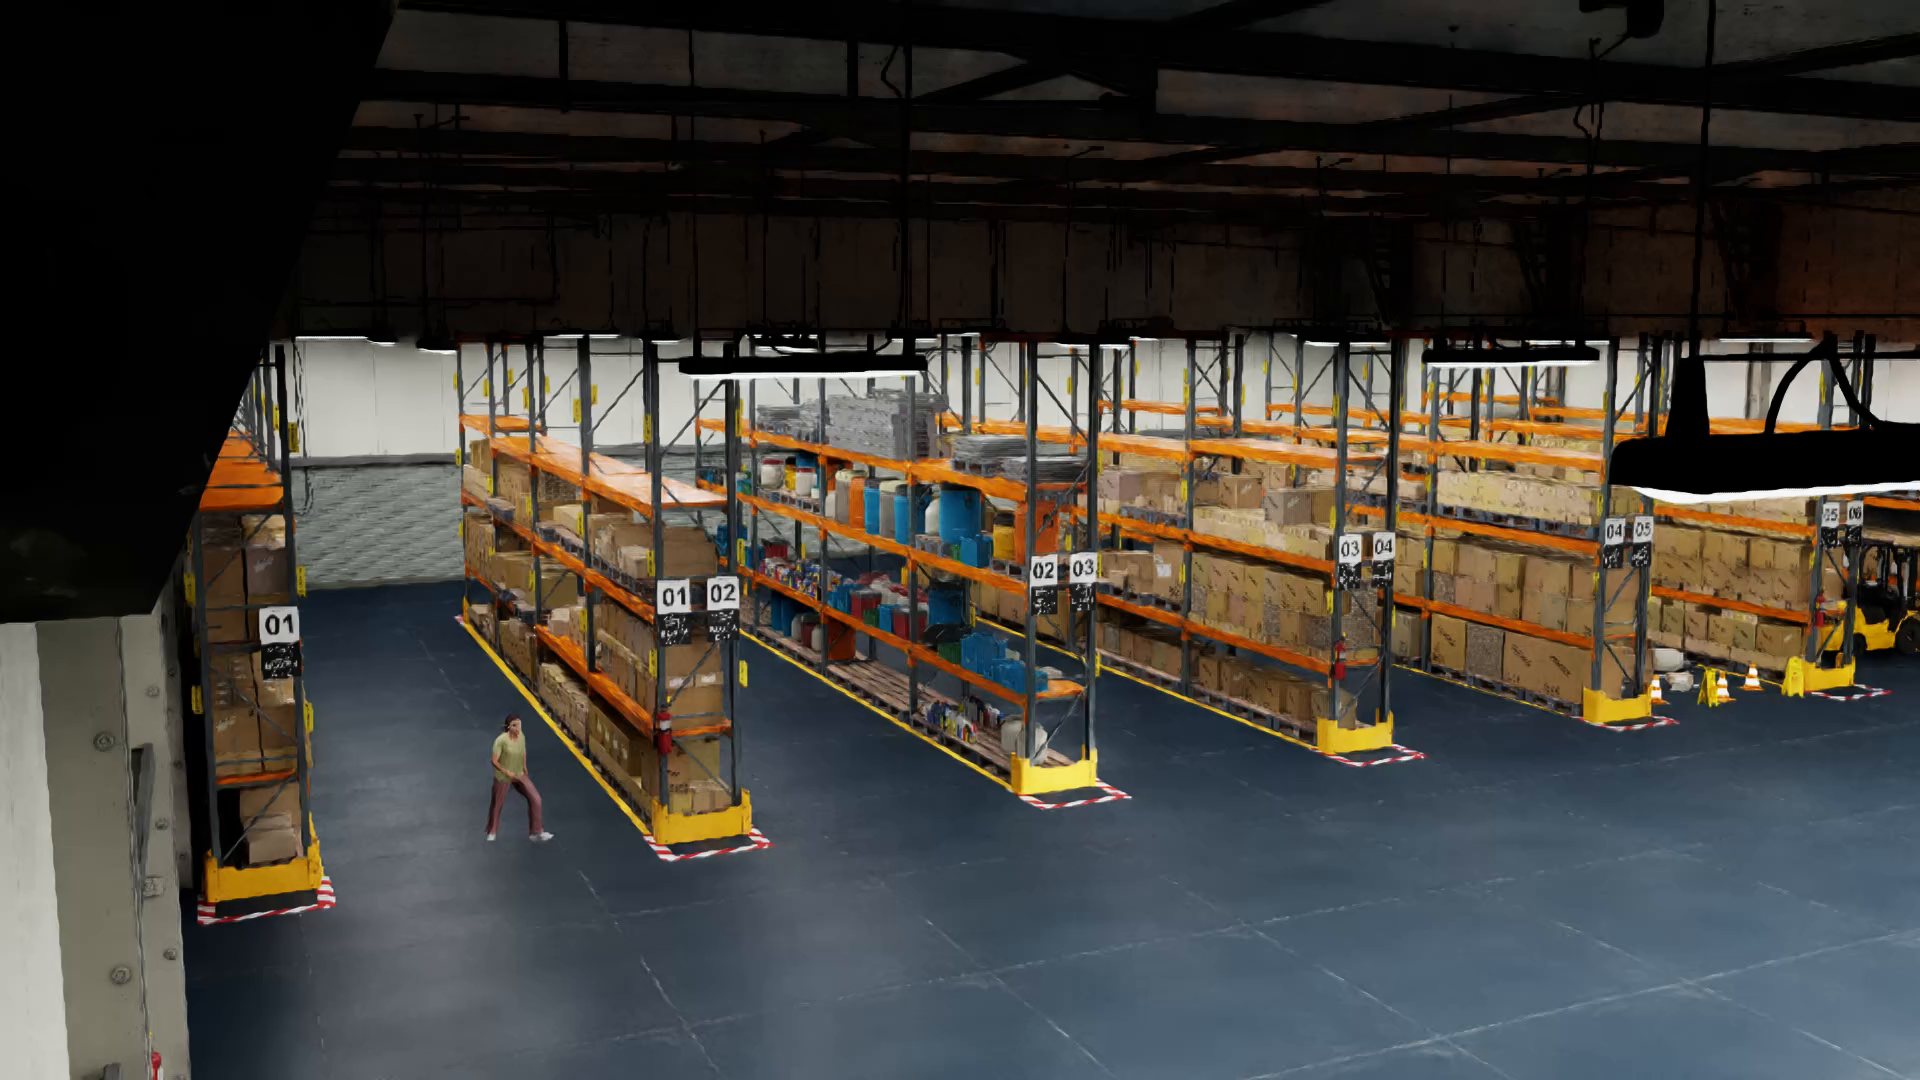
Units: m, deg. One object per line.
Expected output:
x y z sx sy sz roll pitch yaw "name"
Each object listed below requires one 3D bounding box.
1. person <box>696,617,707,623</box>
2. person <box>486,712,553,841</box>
-4.786 1.354 31.205 0.592 1.589 0.518 -4 9 -26 "person"
-5.387 2.841 20.009 0.621 1.610 0.790 -8 11 -44 "person"
